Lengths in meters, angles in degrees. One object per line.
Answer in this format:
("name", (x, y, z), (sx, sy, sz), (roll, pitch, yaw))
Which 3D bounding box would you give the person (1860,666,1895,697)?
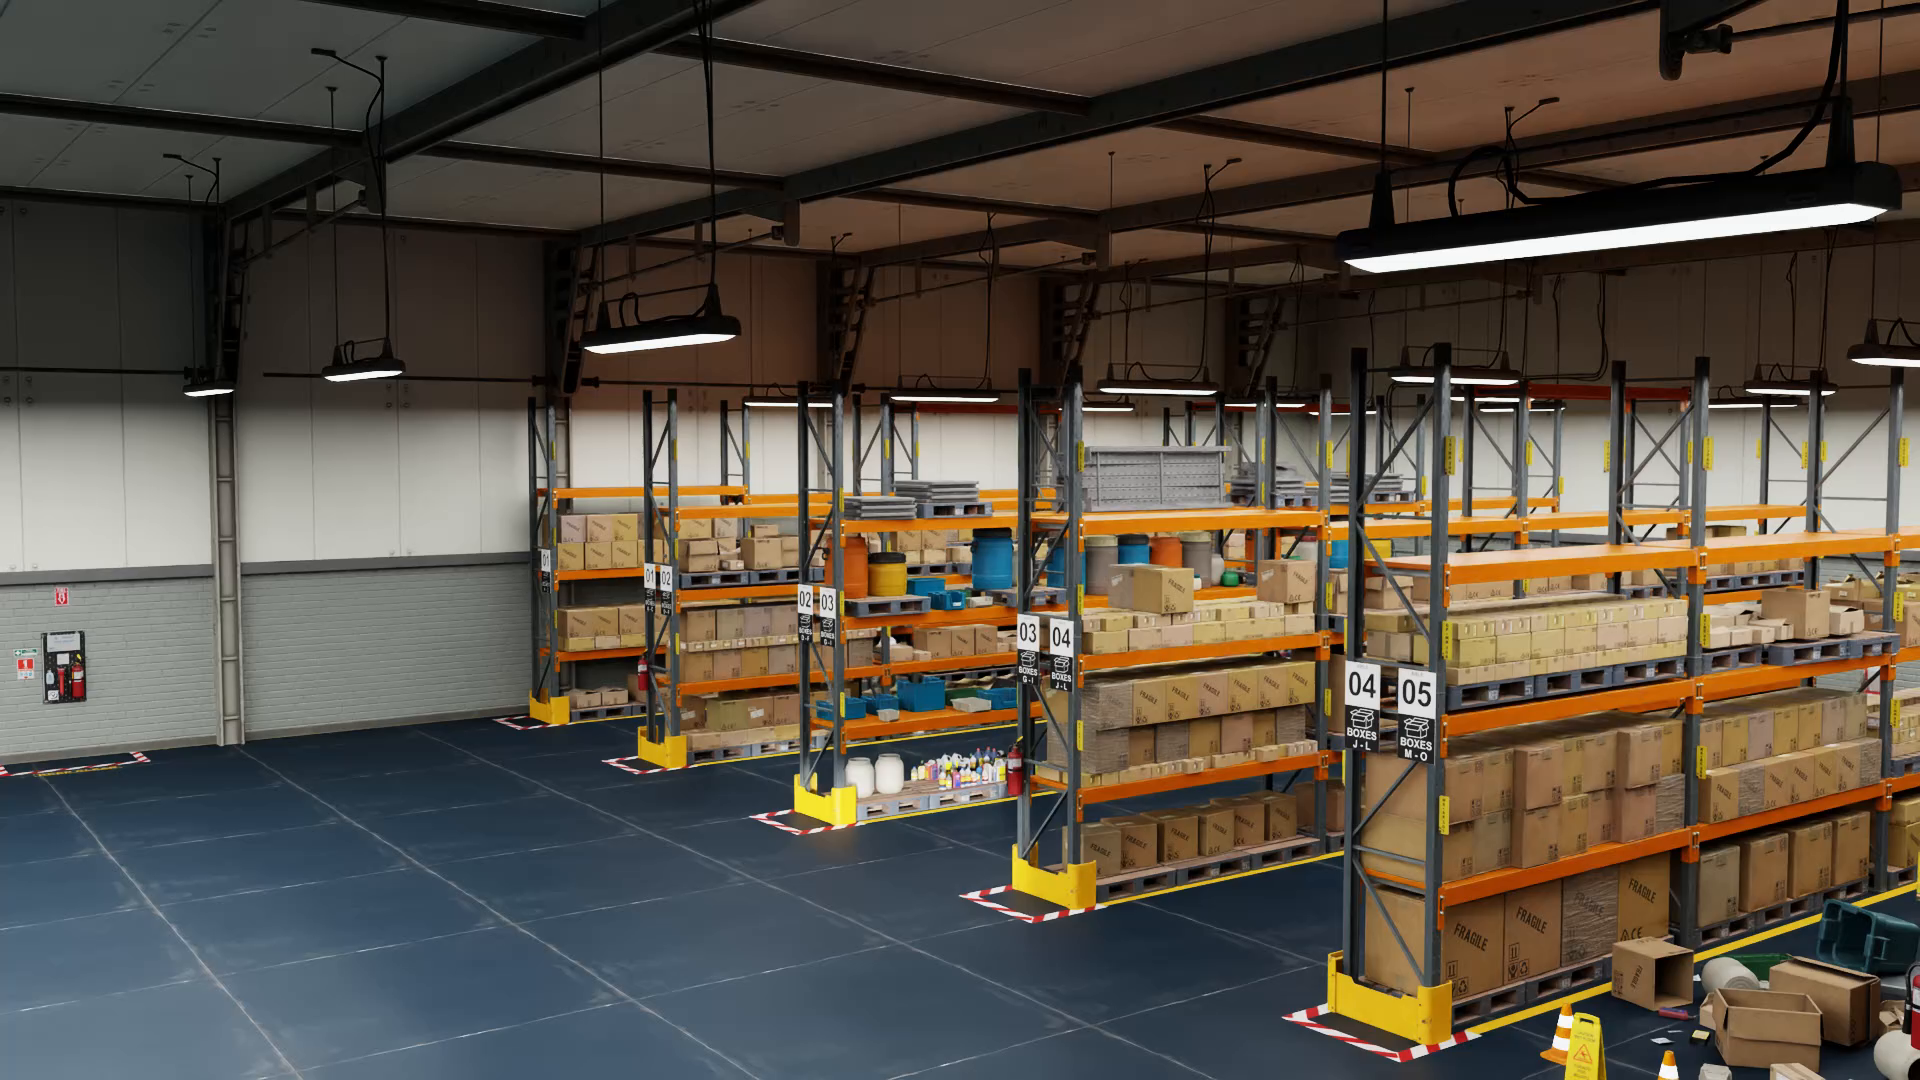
("person", (14.882, 2.685, 26.929), (0.417, 1.813, 0.596), (-3, 4, -38))

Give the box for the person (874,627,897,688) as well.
("person", (-1.431, 2.435, 31.263), (0.705, 1.775, 0.622), (-2, 4, -25))

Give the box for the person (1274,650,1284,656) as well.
("person", (6.022, 2.402, 32.007), (0.541, 1.755, 0.585), (-1, 4, -23))
